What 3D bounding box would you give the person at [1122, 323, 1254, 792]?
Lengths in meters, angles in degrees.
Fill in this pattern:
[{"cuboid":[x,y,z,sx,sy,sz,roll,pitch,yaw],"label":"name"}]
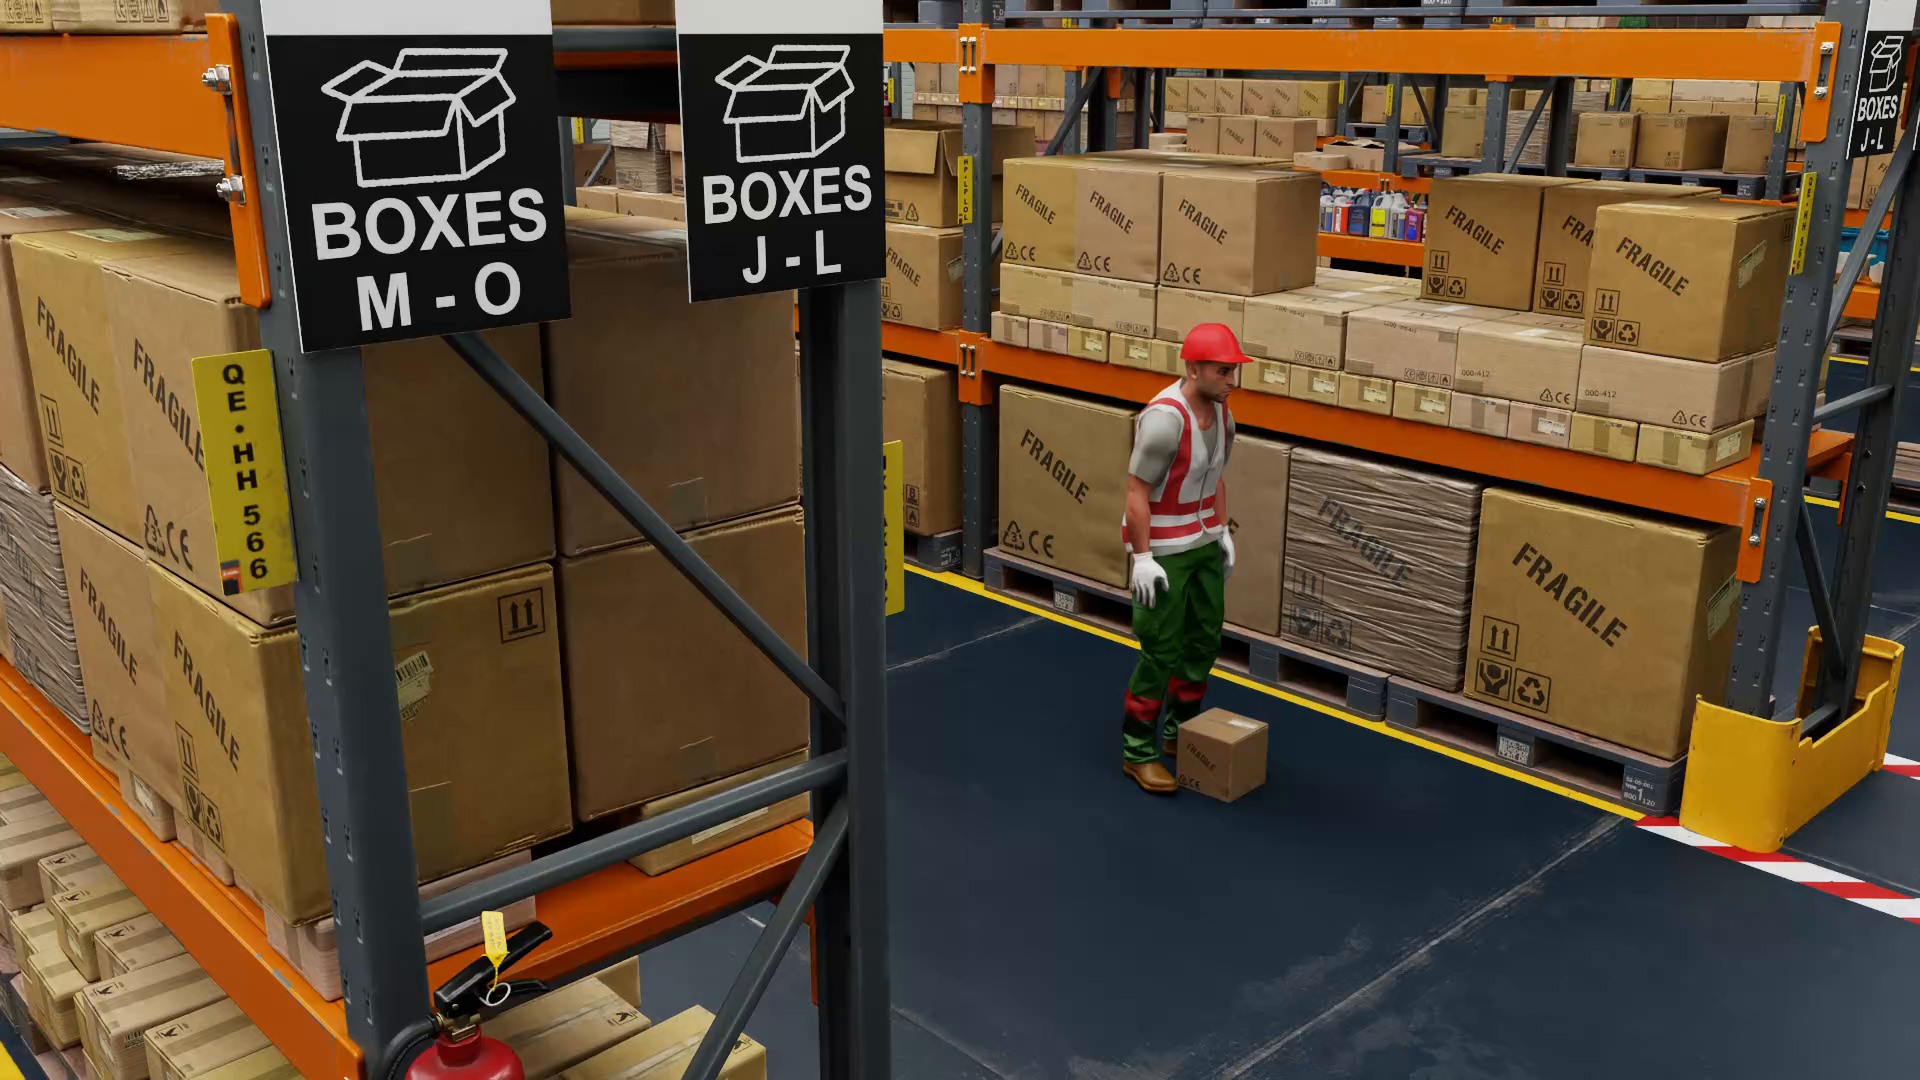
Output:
[{"cuboid":[-0.529,-1.791,12.338,11.115,1.774,7.718,16,23,41],"label":"person"}]
